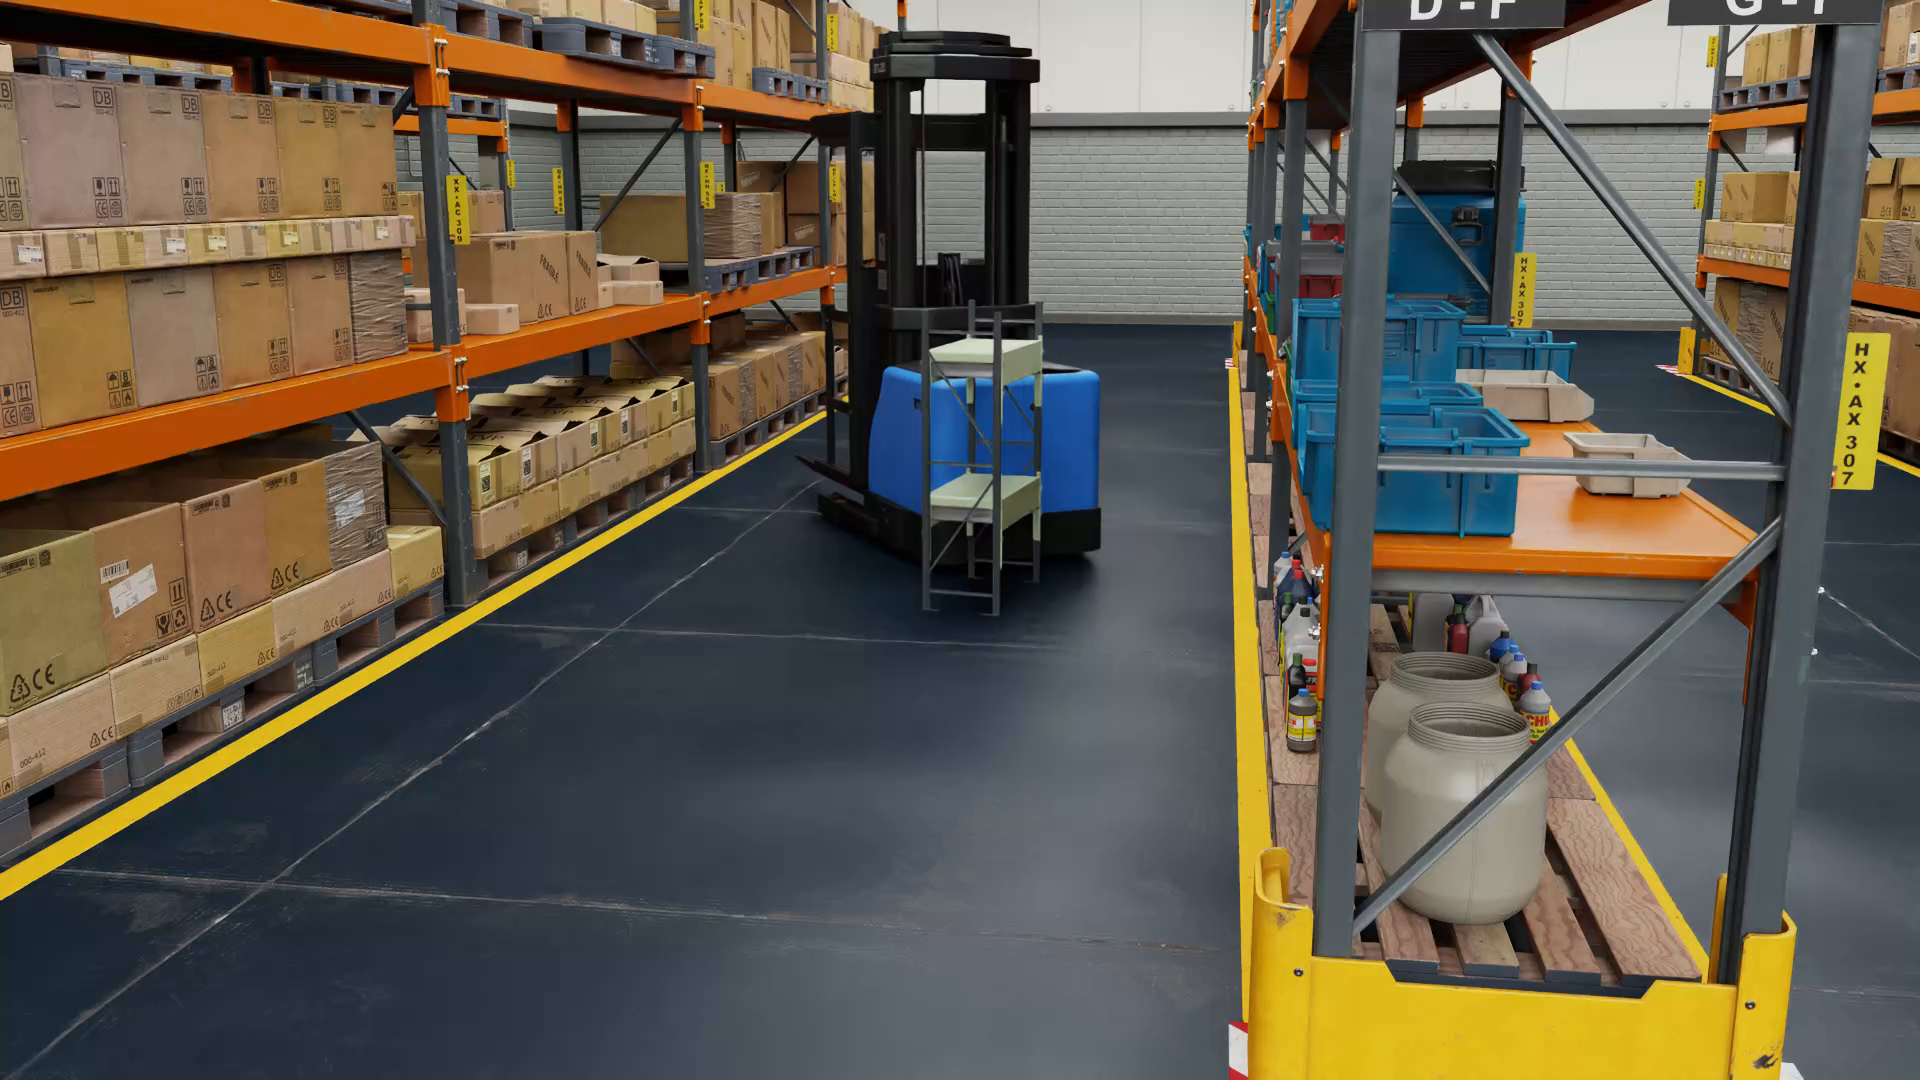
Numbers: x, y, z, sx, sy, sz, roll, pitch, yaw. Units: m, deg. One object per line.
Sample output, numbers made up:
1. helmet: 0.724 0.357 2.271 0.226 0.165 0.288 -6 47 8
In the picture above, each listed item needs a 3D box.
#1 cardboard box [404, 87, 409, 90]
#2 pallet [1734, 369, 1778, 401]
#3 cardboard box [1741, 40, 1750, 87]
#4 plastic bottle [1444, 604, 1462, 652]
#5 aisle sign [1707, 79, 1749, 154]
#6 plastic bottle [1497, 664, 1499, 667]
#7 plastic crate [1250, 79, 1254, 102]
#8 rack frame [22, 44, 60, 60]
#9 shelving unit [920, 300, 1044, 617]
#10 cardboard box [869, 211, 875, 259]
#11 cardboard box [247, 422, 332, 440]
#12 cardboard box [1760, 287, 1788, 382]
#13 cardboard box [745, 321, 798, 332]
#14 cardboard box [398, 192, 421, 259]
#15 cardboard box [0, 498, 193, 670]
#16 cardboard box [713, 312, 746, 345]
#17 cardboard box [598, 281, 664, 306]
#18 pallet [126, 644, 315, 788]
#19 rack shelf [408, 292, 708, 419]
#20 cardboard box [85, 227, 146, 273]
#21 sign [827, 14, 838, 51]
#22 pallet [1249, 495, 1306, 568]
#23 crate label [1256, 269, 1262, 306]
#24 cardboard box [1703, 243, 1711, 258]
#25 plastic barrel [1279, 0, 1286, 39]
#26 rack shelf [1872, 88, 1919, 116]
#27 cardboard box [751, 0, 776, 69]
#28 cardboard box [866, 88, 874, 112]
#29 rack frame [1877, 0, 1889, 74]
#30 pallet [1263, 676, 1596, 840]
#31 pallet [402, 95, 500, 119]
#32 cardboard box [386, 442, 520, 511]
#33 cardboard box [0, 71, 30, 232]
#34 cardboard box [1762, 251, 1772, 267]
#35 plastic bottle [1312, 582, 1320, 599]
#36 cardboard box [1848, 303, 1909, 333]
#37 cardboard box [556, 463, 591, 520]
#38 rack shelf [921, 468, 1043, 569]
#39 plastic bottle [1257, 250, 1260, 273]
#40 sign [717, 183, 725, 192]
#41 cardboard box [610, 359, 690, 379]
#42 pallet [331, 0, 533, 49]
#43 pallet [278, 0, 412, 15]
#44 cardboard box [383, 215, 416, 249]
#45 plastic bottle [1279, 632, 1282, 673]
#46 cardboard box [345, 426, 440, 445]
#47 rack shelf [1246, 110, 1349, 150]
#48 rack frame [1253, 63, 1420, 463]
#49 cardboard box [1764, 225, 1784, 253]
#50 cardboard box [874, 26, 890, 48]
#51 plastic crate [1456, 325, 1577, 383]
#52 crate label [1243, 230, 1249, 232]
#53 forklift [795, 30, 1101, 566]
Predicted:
1. cardboard box: -6.097 -4.964 17.908 0.500 0.250 0.500 2 12 7
2. pallet: 8.435 -1.534 16.612 1.003 0.211 1.213 2 12 9
3. cardboard box: 8.644 -4.979 17.386 0.700 0.500 0.500 1 12 5
4. plastic bottle: 1.932 0.383 6.499 0.061 0.283 0.133 2 12 9
5. aisle sign: 8.385 -4.615 18.118 0.394 0.787 0.004 2 12 9
6. plastic bottle: 1.986 0.523 6.044 0.097 0.201 0.097 0 12 0
7. plastic crate: 3.270 -4.607 17.279 0.504 0.338 0.767 2 12 9
8. rack frame: -7.243 -5.069 12.152 1.000 3.000 0.127 2 12 9
9. shelving unit: 0.121 -0.440 8.474 0.431 1.500 0.755 4 13 18
10. cardboard box: -1.153 -3.272 17.817 0.500 0.500 0.500 2 12 8
11. cardboard box: -3.343 -0.285 7.945 0.500 0.500 0.500 2 12 9
12. cardboard box: 8.374 -1.976 16.088 0.875 0.875 0.875 2 12 9
13. cardboard box: -1.925 -1.930 16.717 0.500 0.500 0.500 2 12 9
14. cardboard box: -6.410 -3.379 17.842 0.980 0.700 0.700 2 12 7
15. cardboard box: -3.136 0.148 5.935 0.500 0.500 0.500 2 12 9
16. cardboard box: -2.201 -1.868 14.648 0.500 0.250 0.500 2 12 9
17. cardboard box: -2.213 -1.657 11.159 0.380 0.149 0.250 2 12 9
18. pallet: -3.312 0.638 6.530 1.003 0.211 1.213 2 12 9
19. rack shelf: -2.655 -1.208 10.187 1.077 0.370 4.000 2 12 9
20. cardboard box: -3.109 -1.020 5.828 0.380 0.149 0.250 2 12 8
21. sign: -1.183 -4.703 15.415 0.100 0.325 0.005 2 12 9
22. pallet: 2.199 -0.039 9.671 1.003 0.211 1.213 2 12 9
23. crate label: 2.111 -1.658 10.962 0.303 0.233 0.416 2 12 9
24. cardboard box: 8.290 -3.134 18.011 0.380 0.149 0.250 2 12 9
25. plastic barrel: 1.895 -2.943 8.218 0.600 0.901 0.600 0 12 0
26. rack shelf: 7.748 -3.185 12.242 1.077 0.370 4.000 2 12 9
27. cardboard box: -1.963 -4.336 14.401 0.600 0.600 0.600 2 12 8
28. cardboard box: -1.180 -4.607 17.488 0.500 0.250 0.500 2 12 9
29. rack frame: 8.055 -5.420 13.782 1.000 3.000 0.127 2 12 9
30. pallet: 1.601 0.774 5.901 1.003 0.211 1.213 2 12 9
31. pallet: -6.116 -5.070 19.487 1.003 0.211 1.213 2 12 9
32. cardboard box: -2.653 -0.357 8.728 0.500 0.311 0.500 2 12 9
33. cardboard box: -3.410 -1.211 5.178 0.700 0.500 0.500 2 12 7
34. cardboard box: 7.976 -2.706 16.026 0.380 0.149 0.250 2 12 8
35. plastic bottle: 1.539 0.257 6.925 0.144 0.351 0.185 2 12 9
36. cardboard box: 7.977 -1.520 13.972 1.225 0.875 0.875 2 12 9
37. cardboard box: -2.499 -0.295 9.772 0.500 0.250 0.500 1 12 7
38. rack shelf: 0.121 -0.121 8.543 0.431 0.370 0.720 4 13 18
39. plastic bottle: 2.613 -2.401 14.321 0.097 0.271 0.097 0 12 0
40. sign: -2.270 -3.248 15.890 0.100 0.325 0.005 2 12 9
41. cardboard box: -2.436 -1.172 13.199 0.500 0.500 0.500 2 12 11
42. pallet: -2.840 -2.700 8.738 0.805 0.209 1.217 1 12 6
43. pallet: -3.068 -2.388 7.045 1.003 0.211 1.213 2 12 9
44. cardboard box: -2.793 -1.446 7.806 0.380 0.149 0.250 2 12 9
45. plastic bottle: 1.301 0.423 6.510 0.097 0.201 0.097 0 12 0
46. cardboard box: -3.110 -0.481 9.304 0.500 0.311 0.500 2 12 10
47. rack shelf: 3.469 -4.179 16.850 1.077 0.370 4.000 2 12 9
48. rack frame: 2.546 -1.815 11.295 1.000 3.000 0.127 2 12 9
49. cardboard box: 8.020 -2.874 15.858 0.500 0.250 0.500 2 12 10
50. cardboard box: -1.180 -5.538 18.840 0.700 0.500 0.500 2 12 9
51. plastic crate: 2.029 -0.670 6.337 0.499 0.251 0.616 2 12 9
52. crate label: 3.413 -3.387 18.845 0.416 0.233 0.303 2 12 9
53. forklift: -0.255 -1.556 10.257 1.130 2.935 3.031 -5 13 -23
